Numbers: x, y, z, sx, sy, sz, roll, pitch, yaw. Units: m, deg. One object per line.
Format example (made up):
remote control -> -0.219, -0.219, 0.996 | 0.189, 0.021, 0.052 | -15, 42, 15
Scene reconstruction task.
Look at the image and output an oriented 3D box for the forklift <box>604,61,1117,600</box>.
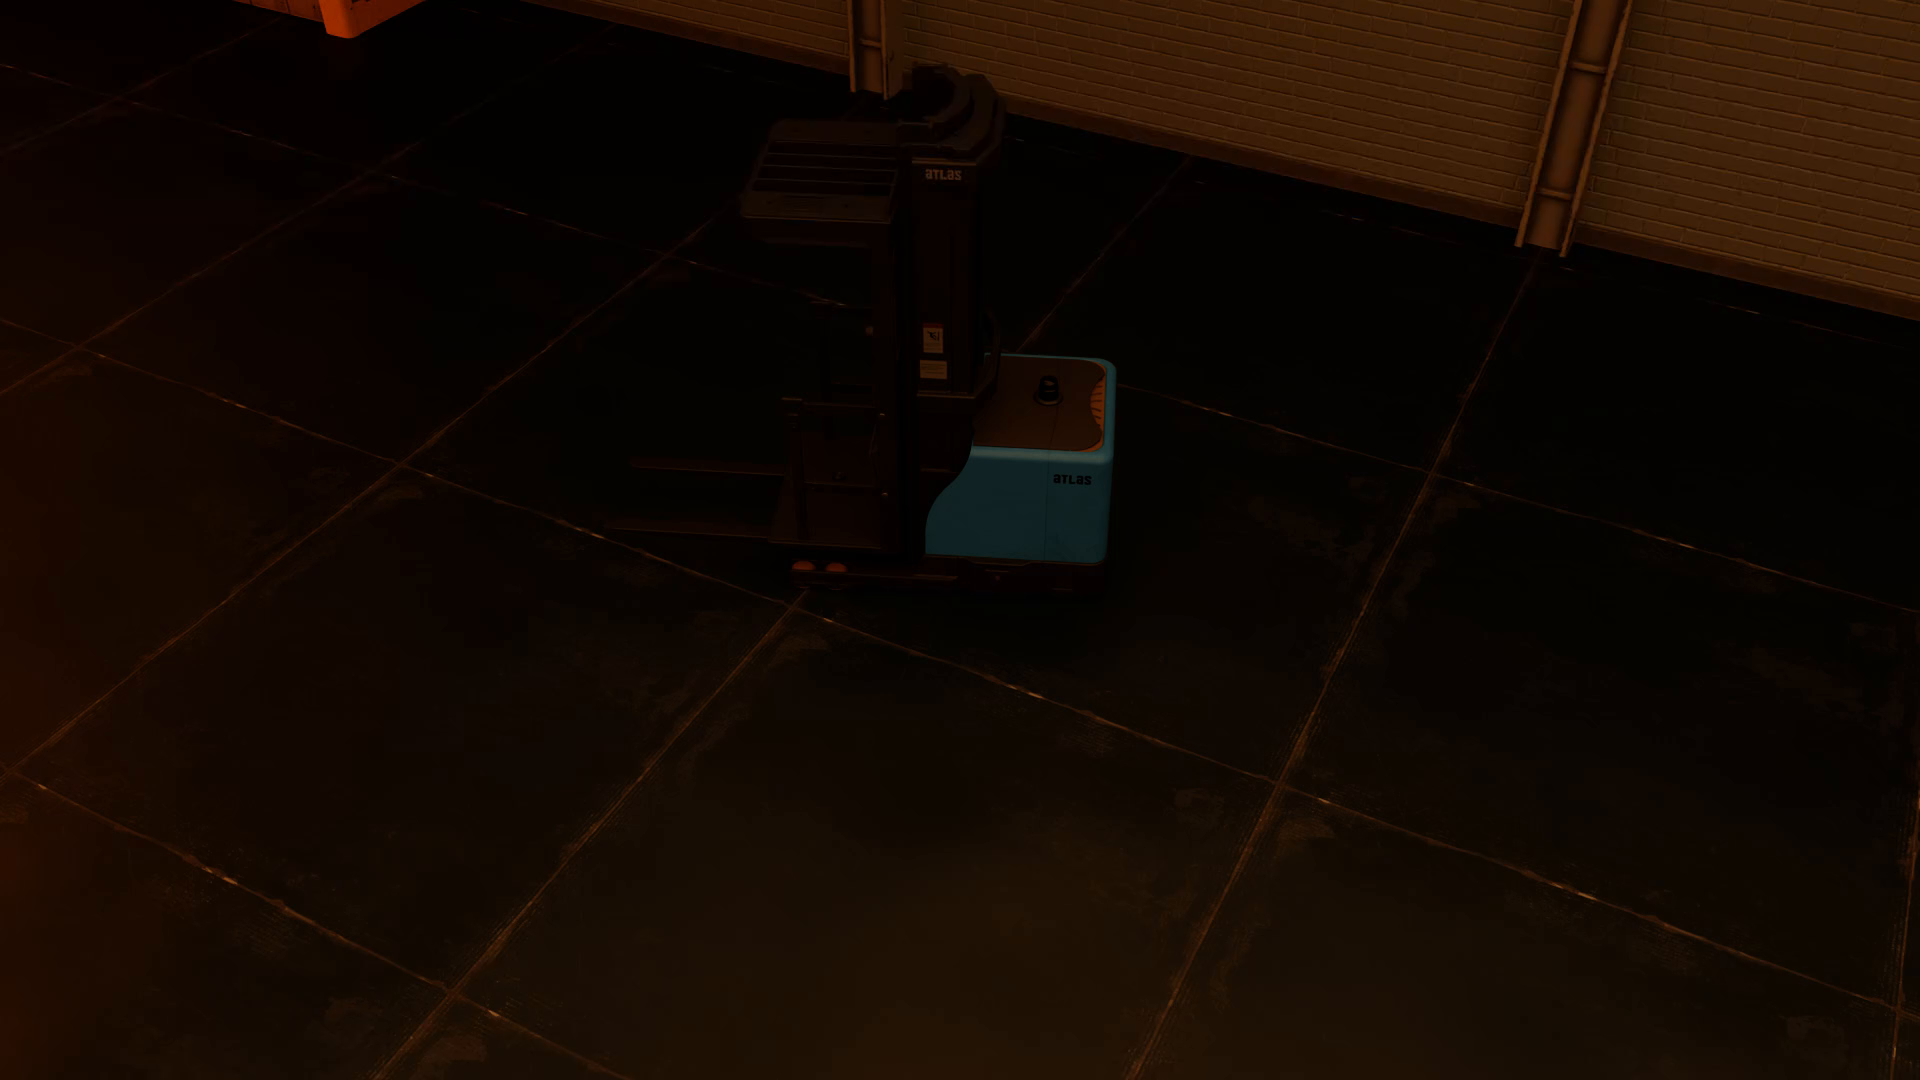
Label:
forklift -> -0.606, -1.157, 9.360 | 3.031, 2.935, 1.130 | 3, 40, 4
